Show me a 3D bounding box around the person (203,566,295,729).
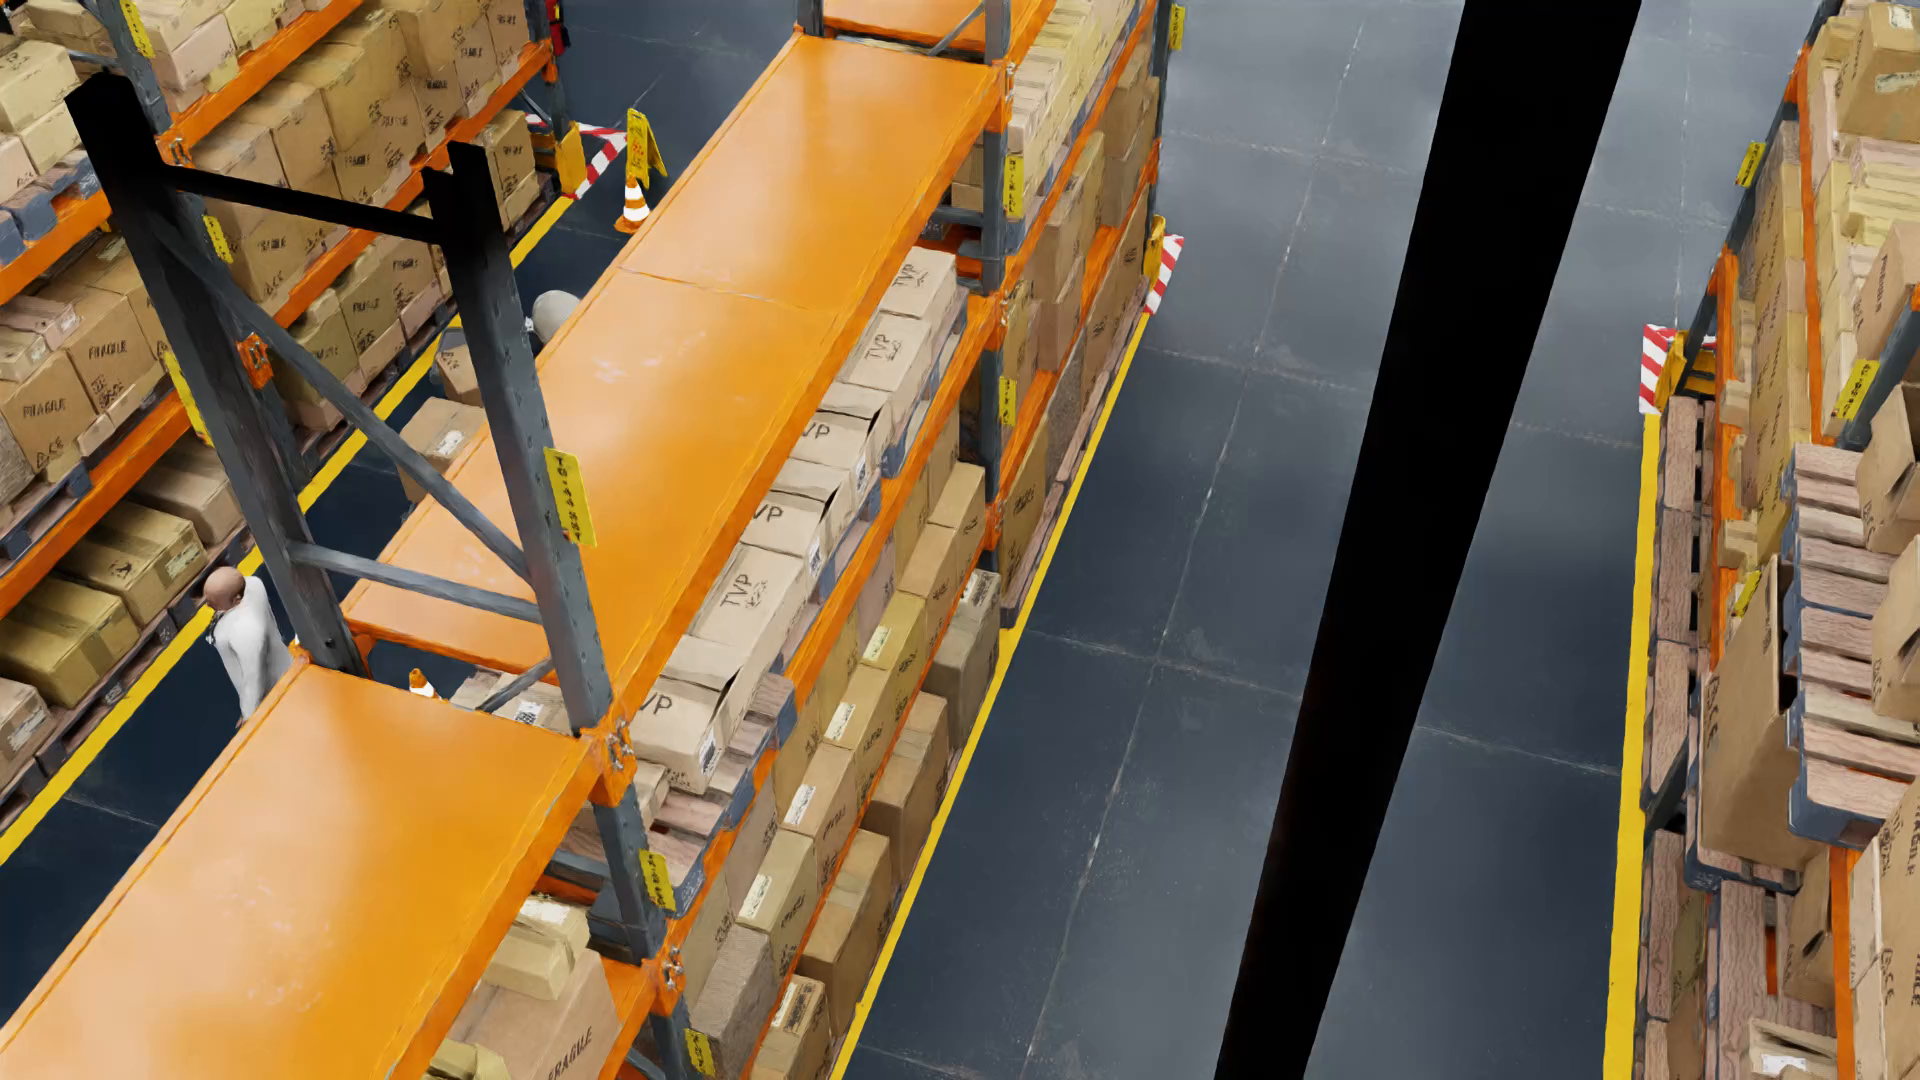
[{"bbox_3d":[-3.829,0.793,9.096,0.515,1.784,0.638,-8,46,-8],"label":"person"}]
